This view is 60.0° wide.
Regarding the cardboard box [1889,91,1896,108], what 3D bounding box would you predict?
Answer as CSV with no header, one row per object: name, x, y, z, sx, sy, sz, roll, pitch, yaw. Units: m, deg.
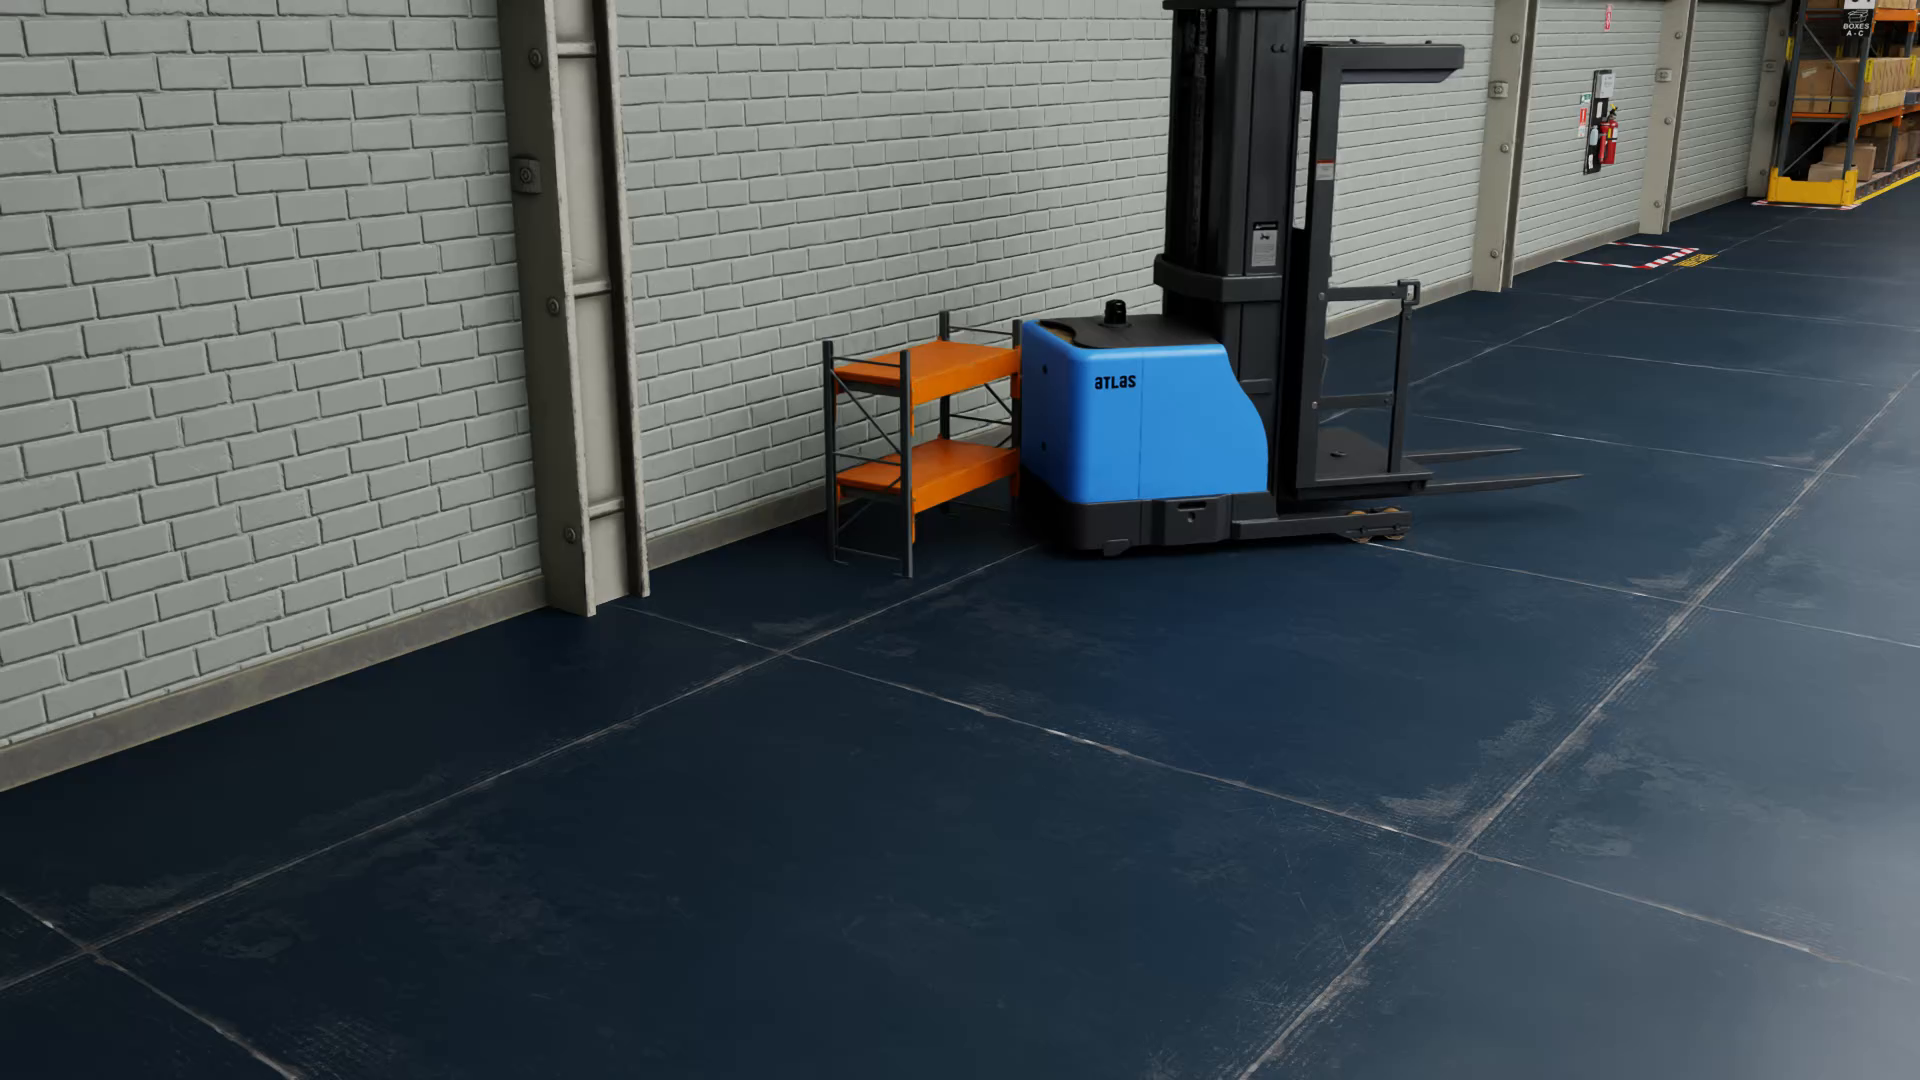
cardboard box,14.621,-7.035,26.560,0.500,0.250,0.500,12,21,34

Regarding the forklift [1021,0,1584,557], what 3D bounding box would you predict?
forklift,1.884,-1.532,8.734,3.031,2.935,1.130,-4,18,-13

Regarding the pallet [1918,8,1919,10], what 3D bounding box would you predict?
pallet,15.704,-8.974,27.844,1.213,0.211,1.003,12,21,35

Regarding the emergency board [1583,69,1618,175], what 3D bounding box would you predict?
emergency board,7.512,-4.859,19.334,0.194,1.169,0.643,12,21,35

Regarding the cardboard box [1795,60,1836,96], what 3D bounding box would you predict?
cardboard box,12.978,-6.997,25.171,0.500,0.500,0.500,12,21,34

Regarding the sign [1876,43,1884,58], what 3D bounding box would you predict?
sign,17.186,-9.106,31.058,0.100,0.325,0.005,12,21,35

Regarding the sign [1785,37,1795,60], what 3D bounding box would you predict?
sign,12.434,-7.357,24.893,0.100,0.325,0.005,12,21,35

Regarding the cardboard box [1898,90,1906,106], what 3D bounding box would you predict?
cardboard box,15.212,-7.275,27.332,0.500,0.250,0.500,12,21,35

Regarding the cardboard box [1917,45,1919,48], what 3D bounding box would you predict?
cardboard box,18.129,-9.083,30.967,0.500,0.250,0.500,13,22,36

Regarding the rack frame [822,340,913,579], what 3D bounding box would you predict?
rack frame,-0.449,-0.390,8.103,0.500,1.125,0.032,11,20,32

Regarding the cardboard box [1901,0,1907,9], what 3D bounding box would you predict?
cardboard box,14.537,-8.572,26.030,0.500,0.500,0.500,11,21,33

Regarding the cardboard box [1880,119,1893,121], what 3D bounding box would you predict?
cardboard box,16.243,-7.286,29.357,0.500,0.250,0.500,12,21,33

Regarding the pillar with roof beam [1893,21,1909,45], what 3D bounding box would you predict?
pillar with roof beam,23.197,-11.833,31.674,9.100,9.000,0.400,12,21,35

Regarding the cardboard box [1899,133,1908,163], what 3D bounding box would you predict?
cardboard box,16.573,-7.066,29.914,0.700,0.500,0.500,12,21,34

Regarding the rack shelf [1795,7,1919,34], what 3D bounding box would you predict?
rack shelf,14.059,-8.116,25.976,1.077,0.370,4.000,12,21,35

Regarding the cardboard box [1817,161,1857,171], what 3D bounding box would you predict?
cardboard box,13.692,-5.761,26.030,0.500,0.311,0.500,15,22,39

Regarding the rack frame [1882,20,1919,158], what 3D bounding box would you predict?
rack frame,17.634,-8.456,30.916,1.000,3.000,0.127,12,21,35

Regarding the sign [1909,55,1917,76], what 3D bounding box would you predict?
sign,15.691,-7.823,27.417,0.100,0.325,0.005,12,21,35

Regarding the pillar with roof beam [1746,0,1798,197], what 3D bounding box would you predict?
pillar with roof beam,16.047,-8.975,22.470,9.100,9.000,0.400,12,21,35

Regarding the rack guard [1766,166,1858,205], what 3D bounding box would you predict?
rack guard,12.913,-5.375,25.209,1.175,0.500,0.348,12,21,35

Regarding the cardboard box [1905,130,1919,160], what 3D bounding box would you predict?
cardboard box,17.247,-7.292,30.640,0.700,0.500,0.500,13,21,35

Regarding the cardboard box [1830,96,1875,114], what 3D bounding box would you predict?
cardboard box,13.413,-6.549,24.993,0.500,0.250,0.500,12,21,33

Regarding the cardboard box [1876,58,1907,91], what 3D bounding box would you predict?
cardboard box,14.925,-7.512,26.832,0.500,0.500,0.500,12,21,34

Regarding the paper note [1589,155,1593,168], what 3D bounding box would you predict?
paper note,7.351,-4.409,19.368,0.016,0.148,0.142,12,21,35

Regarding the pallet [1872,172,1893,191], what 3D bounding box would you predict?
pallet,14.879,-6.005,27.726,1.003,0.211,1.213,12,21,35

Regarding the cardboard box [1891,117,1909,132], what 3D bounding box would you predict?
cardboard box,16.857,-7.525,30.127,0.500,0.250,0.500,13,21,36

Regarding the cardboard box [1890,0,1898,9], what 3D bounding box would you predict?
cardboard box,13.922,-8.322,25.224,0.500,0.500,0.500,14,22,37

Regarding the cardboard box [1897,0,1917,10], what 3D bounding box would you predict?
cardboard box,15.147,-8.829,26.856,0.500,0.500,0.500,13,22,36

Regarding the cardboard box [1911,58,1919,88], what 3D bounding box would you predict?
cardboard box,16.287,-8.171,29.086,0.700,0.500,0.500,16,24,42

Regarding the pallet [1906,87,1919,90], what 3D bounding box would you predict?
pallet,16.488,-7.886,29.403,1.003,0.211,1.213,12,21,35

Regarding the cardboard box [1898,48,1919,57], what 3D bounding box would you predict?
cardboard box,17.273,-8.857,30.203,0.380,0.149,0.250,9,19,26

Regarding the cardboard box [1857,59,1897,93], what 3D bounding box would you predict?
cardboard box,14.307,-7.270,26.052,0.500,0.500,0.500,13,22,36

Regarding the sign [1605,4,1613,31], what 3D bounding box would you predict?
sign,7.427,-5.982,19.041,0.001,0.298,0.199,12,21,35

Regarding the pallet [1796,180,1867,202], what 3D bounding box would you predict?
pallet,13.425,-5.424,25.855,1.003,0.211,1.213,12,21,35

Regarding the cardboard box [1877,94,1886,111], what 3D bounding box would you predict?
cardboard box,14.019,-6.795,25.787,0.500,0.250,0.500,12,21,34

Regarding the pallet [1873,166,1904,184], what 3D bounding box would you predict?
pallet,15.714,-6.357,28.860,1.003,0.211,1.213,12,21,35

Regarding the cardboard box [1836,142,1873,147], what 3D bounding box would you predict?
cardboard box,14.665,-6.265,27.335,0.500,0.500,0.500,11,20,31

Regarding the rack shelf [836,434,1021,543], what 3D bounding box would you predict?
rack shelf,-0.171,-0.283,8.582,0.538,0.278,1.000,11,20,32

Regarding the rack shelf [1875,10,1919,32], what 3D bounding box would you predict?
rack shelf,16.442,-9.069,29.044,1.077,0.370,4.000,12,21,35

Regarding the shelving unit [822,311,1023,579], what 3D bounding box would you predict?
shelving unit,-0.171,-0.516,8.509,0.538,1.125,1.048,11,20,32

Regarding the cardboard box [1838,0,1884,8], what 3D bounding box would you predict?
cardboard box,13.268,-8.076,24.432,0.500,0.500,0.500,13,22,36

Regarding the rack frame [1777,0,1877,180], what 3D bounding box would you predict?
rack frame,12.867,-6.551,24.780,1.000,3.000,0.127,12,21,35

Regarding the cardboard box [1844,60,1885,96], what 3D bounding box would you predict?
cardboard box,13.696,-7.023,25.257,0.500,0.500,0.500,12,21,35

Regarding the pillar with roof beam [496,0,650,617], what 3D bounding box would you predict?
pillar with roof beam,1.747,-3.258,4.063,9.100,9.000,0.400,12,21,35
